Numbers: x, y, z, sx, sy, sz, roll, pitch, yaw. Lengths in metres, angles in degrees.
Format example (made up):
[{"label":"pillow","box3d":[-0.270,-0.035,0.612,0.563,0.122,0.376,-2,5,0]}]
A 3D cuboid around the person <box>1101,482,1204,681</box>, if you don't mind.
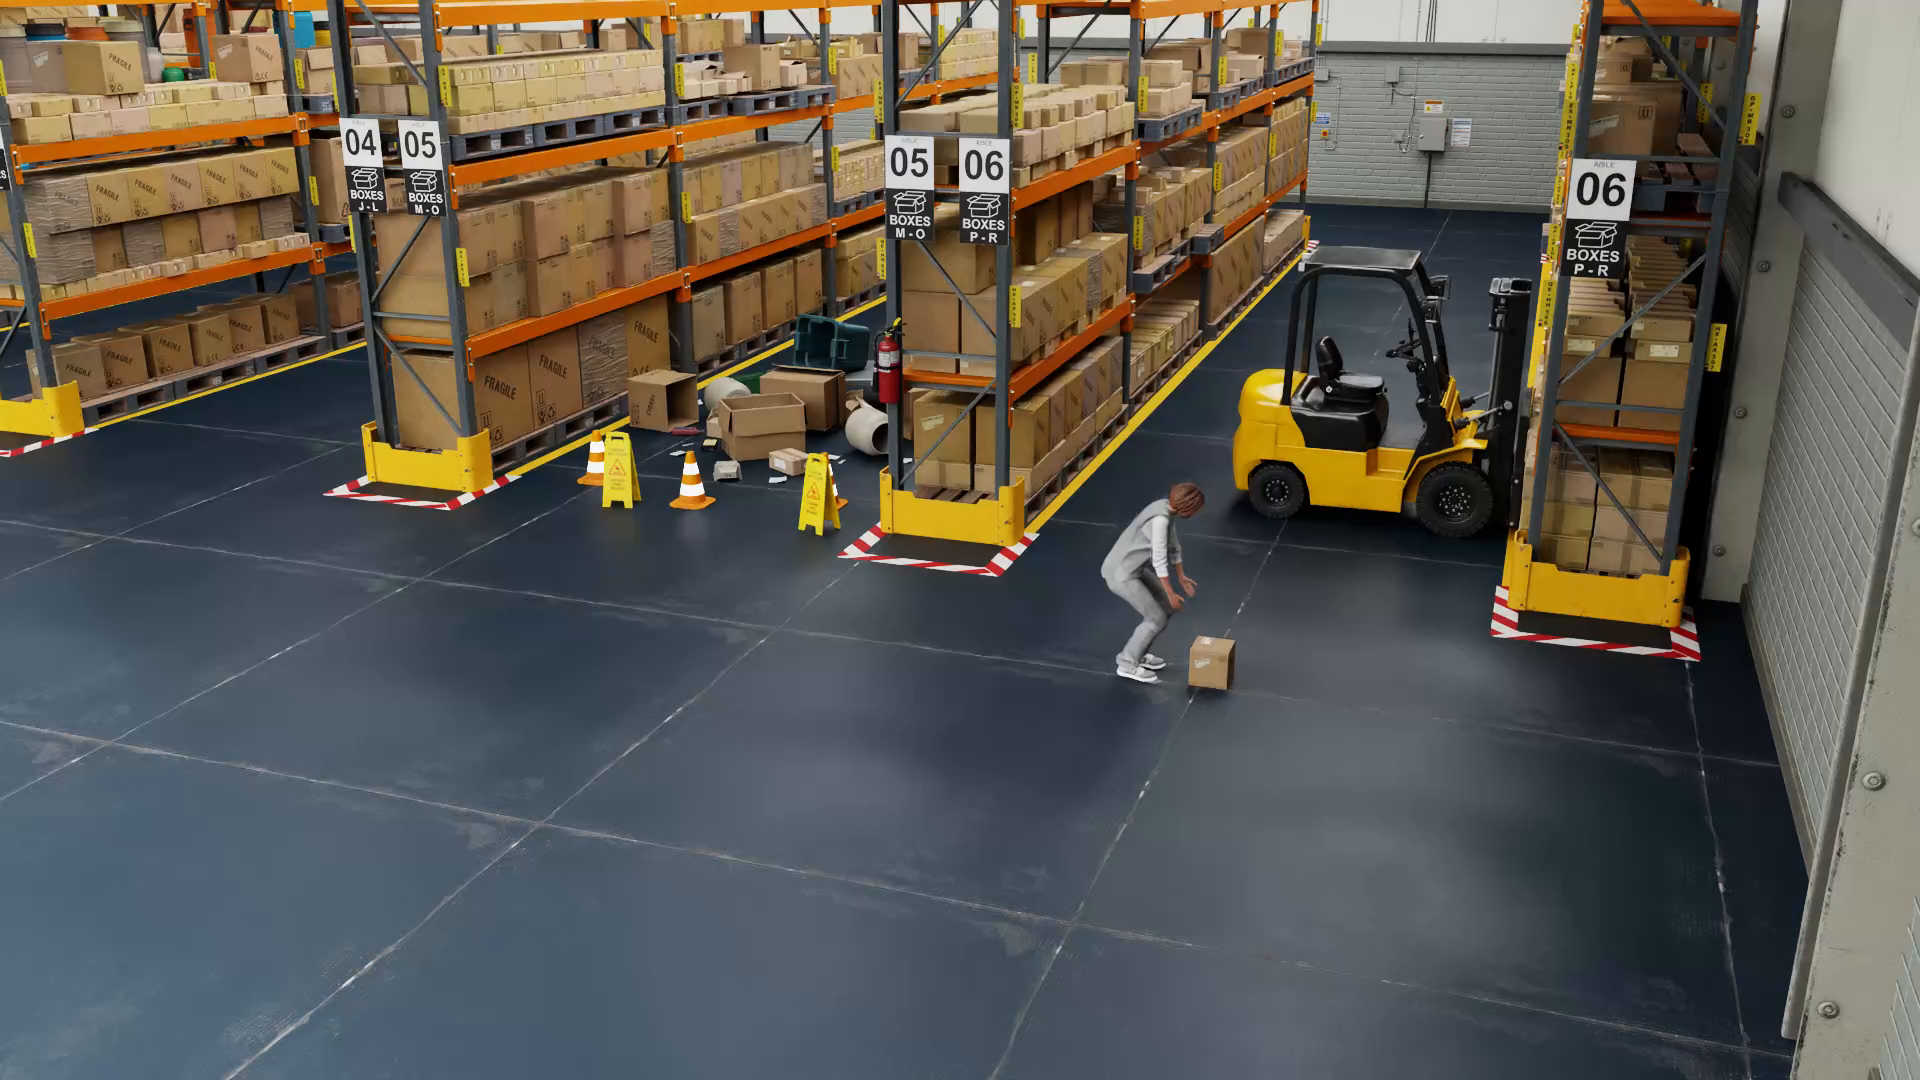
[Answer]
[{"label":"person","box3d":[1.244,0.242,10.806,0.640,1.325,0.462,7,20,18]}]
